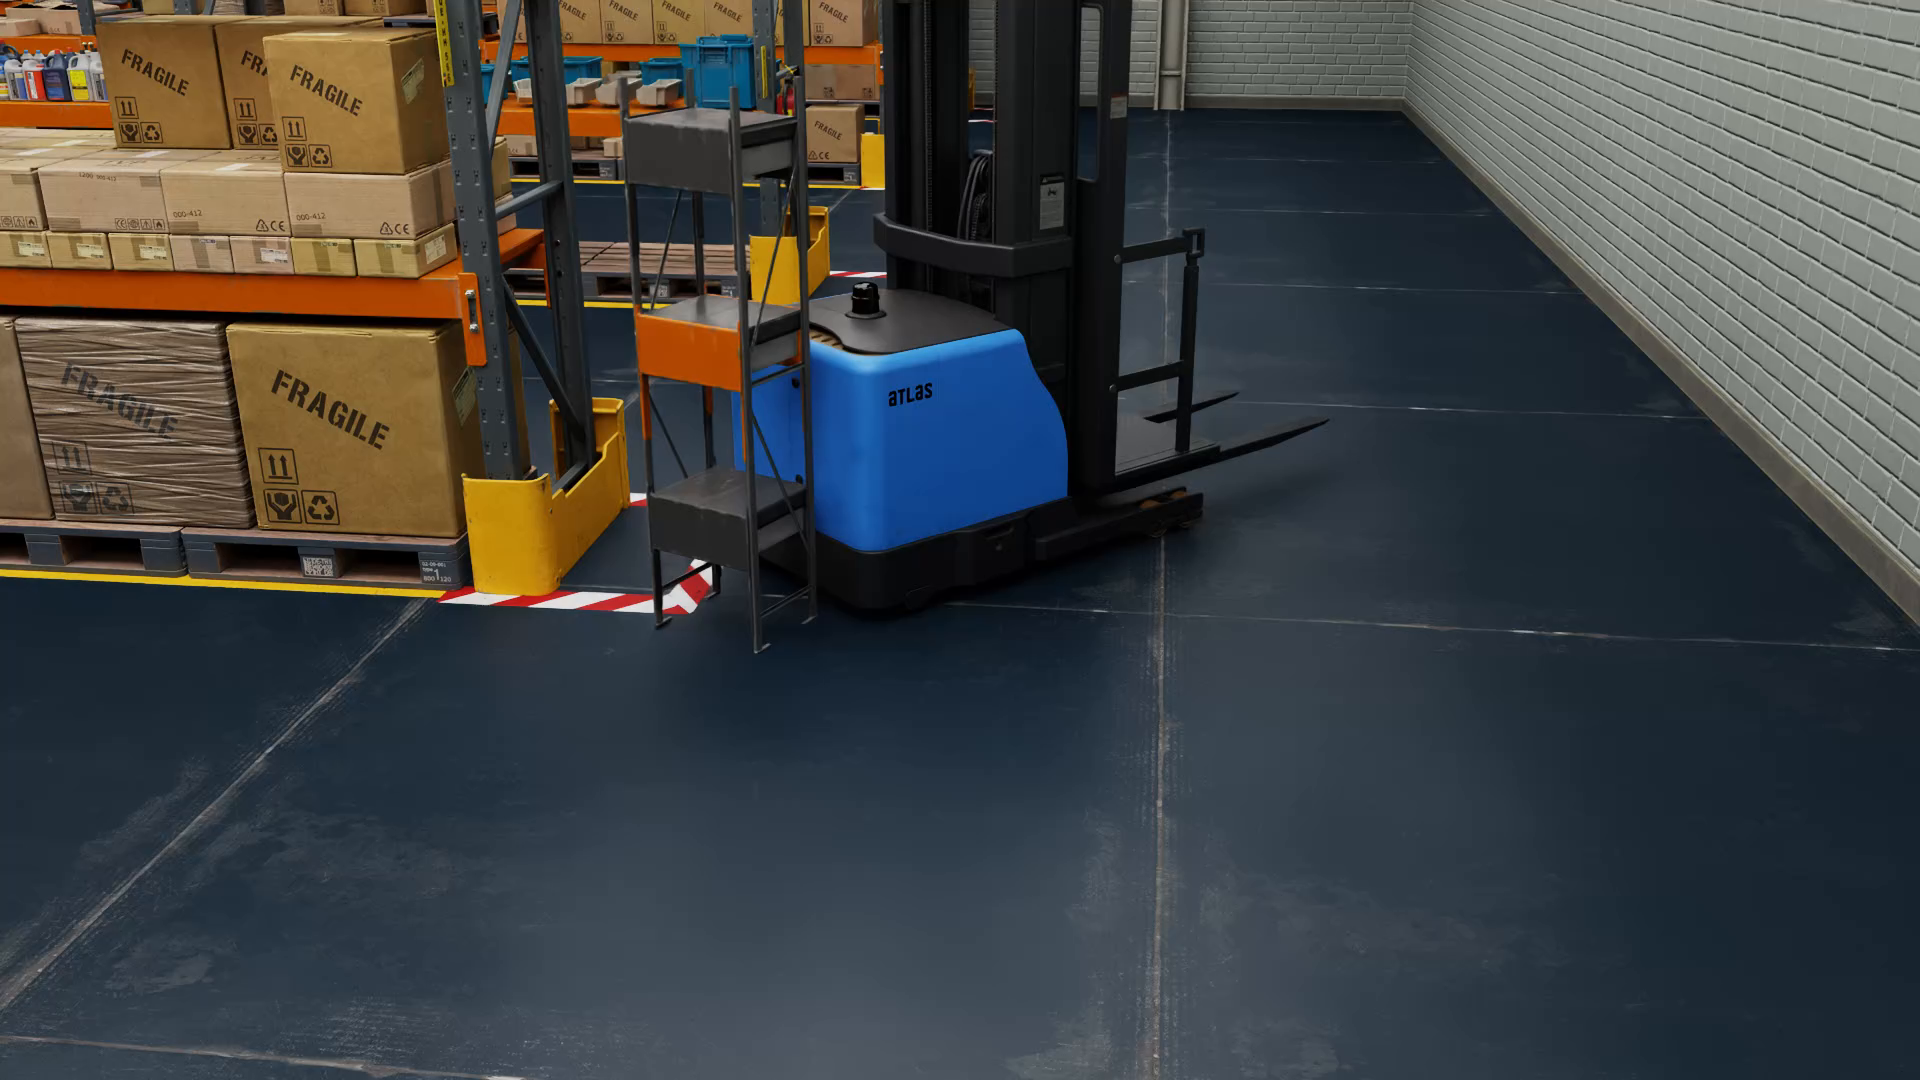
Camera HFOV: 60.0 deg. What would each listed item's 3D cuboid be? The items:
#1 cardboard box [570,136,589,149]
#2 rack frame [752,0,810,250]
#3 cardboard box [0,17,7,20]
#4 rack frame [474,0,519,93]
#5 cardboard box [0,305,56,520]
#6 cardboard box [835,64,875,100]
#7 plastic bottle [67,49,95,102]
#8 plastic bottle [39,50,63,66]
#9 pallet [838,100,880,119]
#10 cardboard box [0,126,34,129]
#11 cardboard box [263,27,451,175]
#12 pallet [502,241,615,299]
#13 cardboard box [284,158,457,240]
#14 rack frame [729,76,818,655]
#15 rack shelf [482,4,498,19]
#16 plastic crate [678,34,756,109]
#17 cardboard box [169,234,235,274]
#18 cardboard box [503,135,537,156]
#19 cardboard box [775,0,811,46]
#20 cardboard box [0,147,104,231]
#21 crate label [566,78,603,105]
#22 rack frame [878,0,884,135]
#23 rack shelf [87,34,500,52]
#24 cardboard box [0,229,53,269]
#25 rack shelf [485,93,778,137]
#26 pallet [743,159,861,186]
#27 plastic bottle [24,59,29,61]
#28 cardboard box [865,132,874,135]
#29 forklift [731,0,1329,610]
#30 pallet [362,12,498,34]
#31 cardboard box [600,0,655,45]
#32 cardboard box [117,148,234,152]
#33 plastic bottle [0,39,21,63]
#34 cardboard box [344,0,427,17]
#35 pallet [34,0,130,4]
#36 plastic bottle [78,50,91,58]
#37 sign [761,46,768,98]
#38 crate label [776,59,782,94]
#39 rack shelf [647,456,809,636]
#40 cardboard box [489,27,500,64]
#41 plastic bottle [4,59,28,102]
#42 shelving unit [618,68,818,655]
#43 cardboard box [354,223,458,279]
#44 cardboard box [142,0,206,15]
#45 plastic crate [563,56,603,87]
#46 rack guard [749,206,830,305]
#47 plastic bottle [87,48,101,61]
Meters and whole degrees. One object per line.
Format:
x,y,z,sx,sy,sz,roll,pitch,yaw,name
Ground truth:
-4.018,-4.293,17.019,0.500,0.500,0.500,2,22,6,cardboard box
-1.231,-3.190,11.429,0.127,3.000,1.000,2,22,6,rack frame
-9.862,-5.262,17.013,0.250,0.149,0.380,4,22,10,cardboard box
-4.617,-5.172,16.441,0.127,3.000,1.000,2,22,6,rack frame
-4.247,-0.665,7.362,0.875,0.875,0.875,2,22,6,cardboard box
-1.269,-5.856,21.000,0.500,0.500,0.700,2,22,6,cardboard box
-6.155,-3.261,11.675,0.185,0.351,0.144,2,22,6,plastic bottle
-6.768,-3.515,12.419,0.135,0.276,0.152,2,22,6,plastic bottle
-0.869,-5.516,21.106,1.213,0.211,1.003,2,22,6,pallet
-9.653,-4.216,17.193,0.500,0.250,0.500,2,22,6,cardboard box
-2.329,-1.724,6.501,0.500,0.500,0.500,3,22,7,cardboard box
-3.254,-1.997,12.204,1.213,0.211,1.003,2,22,6,pallet
-2.327,-1.375,6.636,0.500,0.250,0.500,2,22,5,cardboard box
-0.671,-0.602,6.105,0.015,2.100,0.400,13,25,28,rack frame
-6.024,-6.732,21.367,4.000,0.370,1.077,2,22,6,rack shelf
-1.586,-3.181,11.276,0.499,0.435,0.616,2,22,6,plastic crate
-2.963,-1.193,6.720,0.250,0.149,0.380,3,22,7,cardboard box
-4.226,-4.029,16.609,0.500,0.311,0.500,2,22,6,cardboard box
-1.637,-4.986,15.836,0.500,0.500,0.500,3,22,7,cardboard box
-3.854,-1.440,6.801,0.500,0.250,0.500,3,22,6,cardboard box
-2.628,-3.086,11.442,0.243,0.136,0.396,2,22,6,crate label
-0.645,-4.999,16.003,0.127,3.000,1.000,2,22,6,rack frame
-6.603,-4.924,16.792,4.000,0.370,1.077,2,22,6,rack shelf
-3.725,-1.226,6.804,0.250,0.149,0.380,3,22,7,cardboard box
-3.217,-2.942,11.780,4.000,0.370,1.077,2,22,6,rack shelf
-1.512,-3.739,16.611,1.213,0.211,1.003,2,22,6,pallet
-6.634,-3.292,11.863,0.097,0.271,0.097,0,22,0,plastic bottle
-1.020,-4.021,16.810,0.250,0.149,0.380,2,22,6,cardboard box
0.481,-1.508,7.268,3.031,2.935,1.130,-17,27,-36,forklift
-5.398,-5.157,16.665,1.213,0.211,1.003,2,22,6,pallet
-3.137,-5.053,16.005,0.500,0.500,0.500,2,22,6,cardboard box
-3.275,-1.613,7.239,0.500,0.250,0.500,2,22,4,cardboard box
-7.120,-3.566,12.448,0.185,0.351,0.144,2,22,6,plastic bottle
-5.751,-5.522,16.621,0.500,0.500,0.700,6,22,15,cardboard box
-11.240,-7.151,21.709,1.213,0.211,1.003,2,22,6,pallet
-6.538,-3.505,12.394,0.135,0.276,0.152,2,22,6,plastic bottle
-1.280,-3.065,10.890,0.005,0.325,0.100,2,22,6,sign
-1.438,-3.271,11.780,0.303,0.233,0.416,2,22,6,crate label
-0.885,0.015,6.483,0.480,0.518,0.431,13,25,28,rack shelf
-5.581,-6.194,21.380,0.750,0.750,0.750,3,22,8,cardboard box
-6.630,-3.248,11.744,0.135,0.276,0.152,2,22,6,plastic bottle
-0.881,-0.648,6.220,0.503,2.100,0.431,13,25,28,shelving unit
-2.207,-1.160,6.636,0.250,0.149,0.380,3,22,7,cardboard box
-7.950,-5.600,16.818,0.500,0.500,0.700,-5,22,-12,cardboard box
-2.745,-3.328,11.924,0.300,0.233,0.416,2,22,6,plastic crate
-1.206,-2.031,11.898,0.348,0.500,1.175,2,22,6,rack guard
-6.138,-3.313,11.808,0.185,0.351,0.144,2,22,6,plastic bottle
